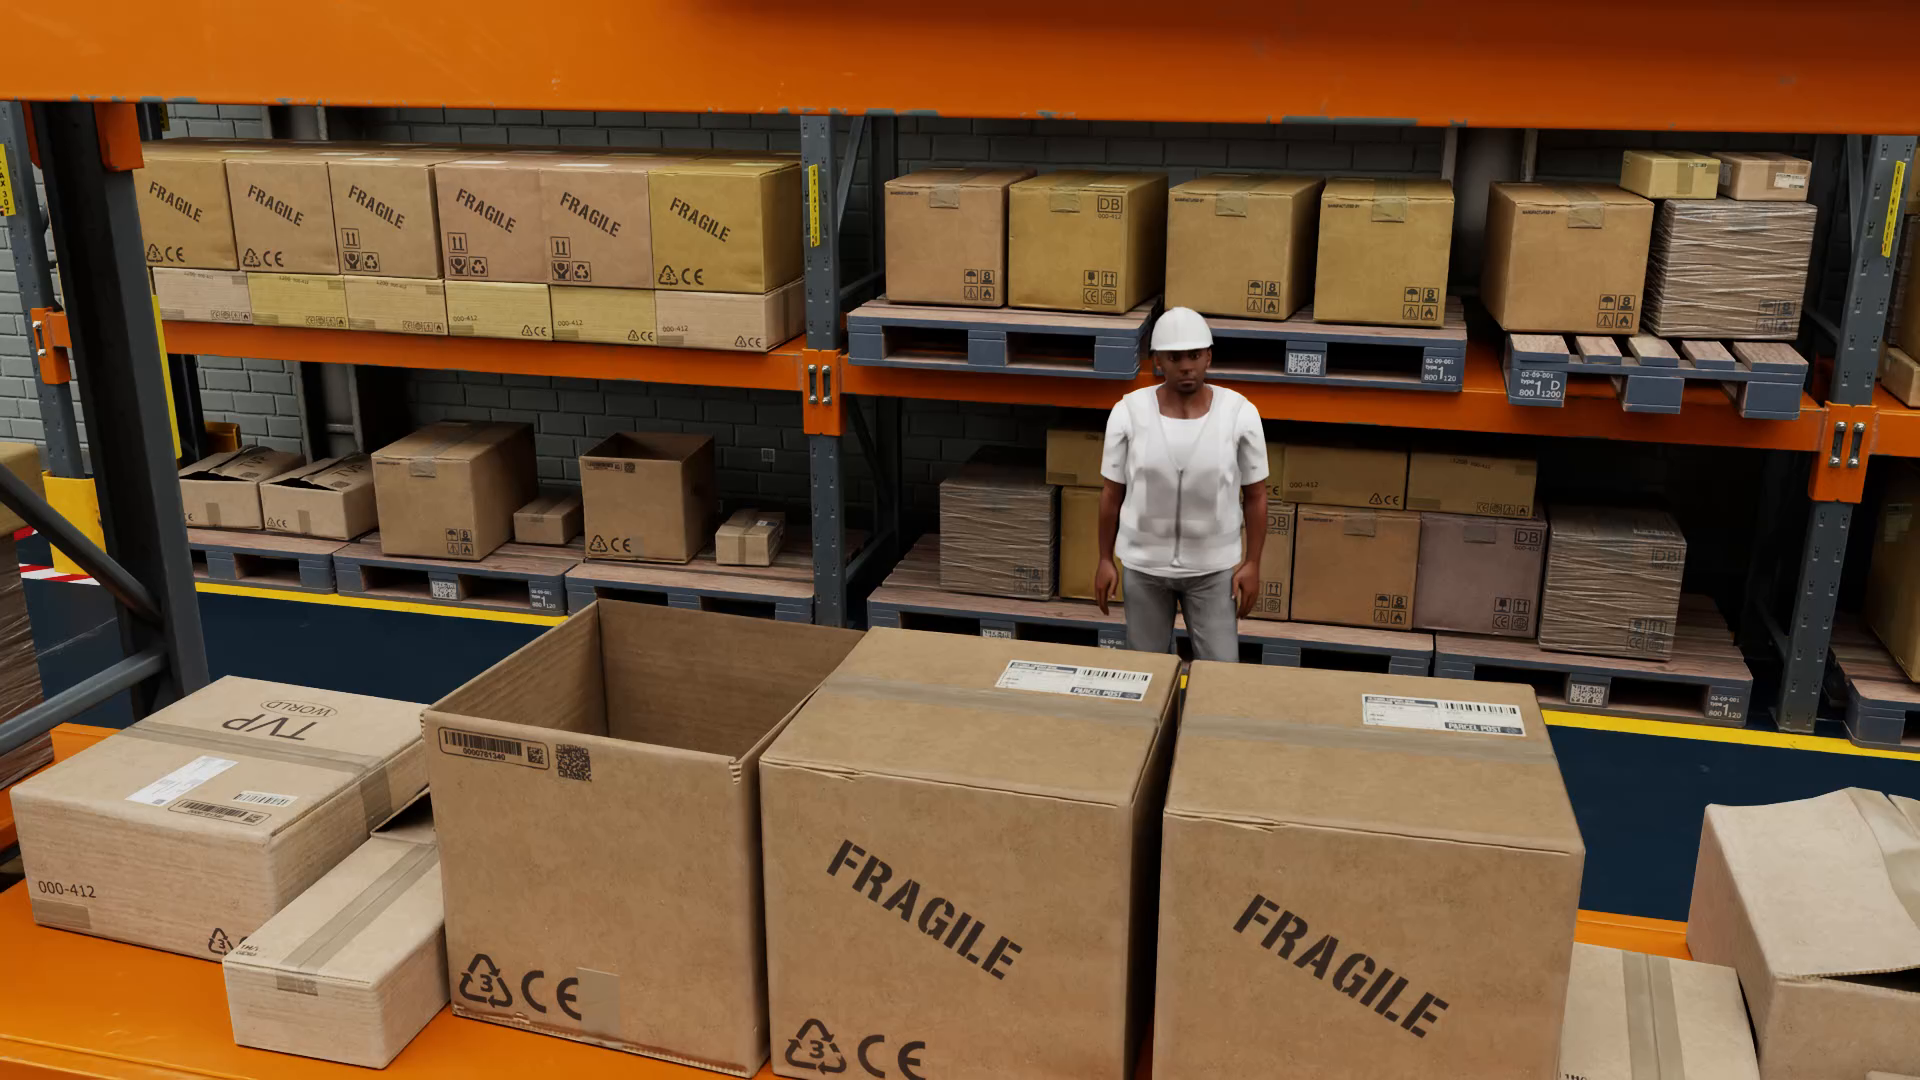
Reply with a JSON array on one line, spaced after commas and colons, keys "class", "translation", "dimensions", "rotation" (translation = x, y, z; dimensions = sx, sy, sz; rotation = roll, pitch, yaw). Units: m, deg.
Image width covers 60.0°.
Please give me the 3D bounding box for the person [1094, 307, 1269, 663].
[{"class": "person", "translation": [0.757, 0.077, 5.730], "dimensions": [0.583, 1.766, 0.393], "rotation": [3, 18, 9]}]
